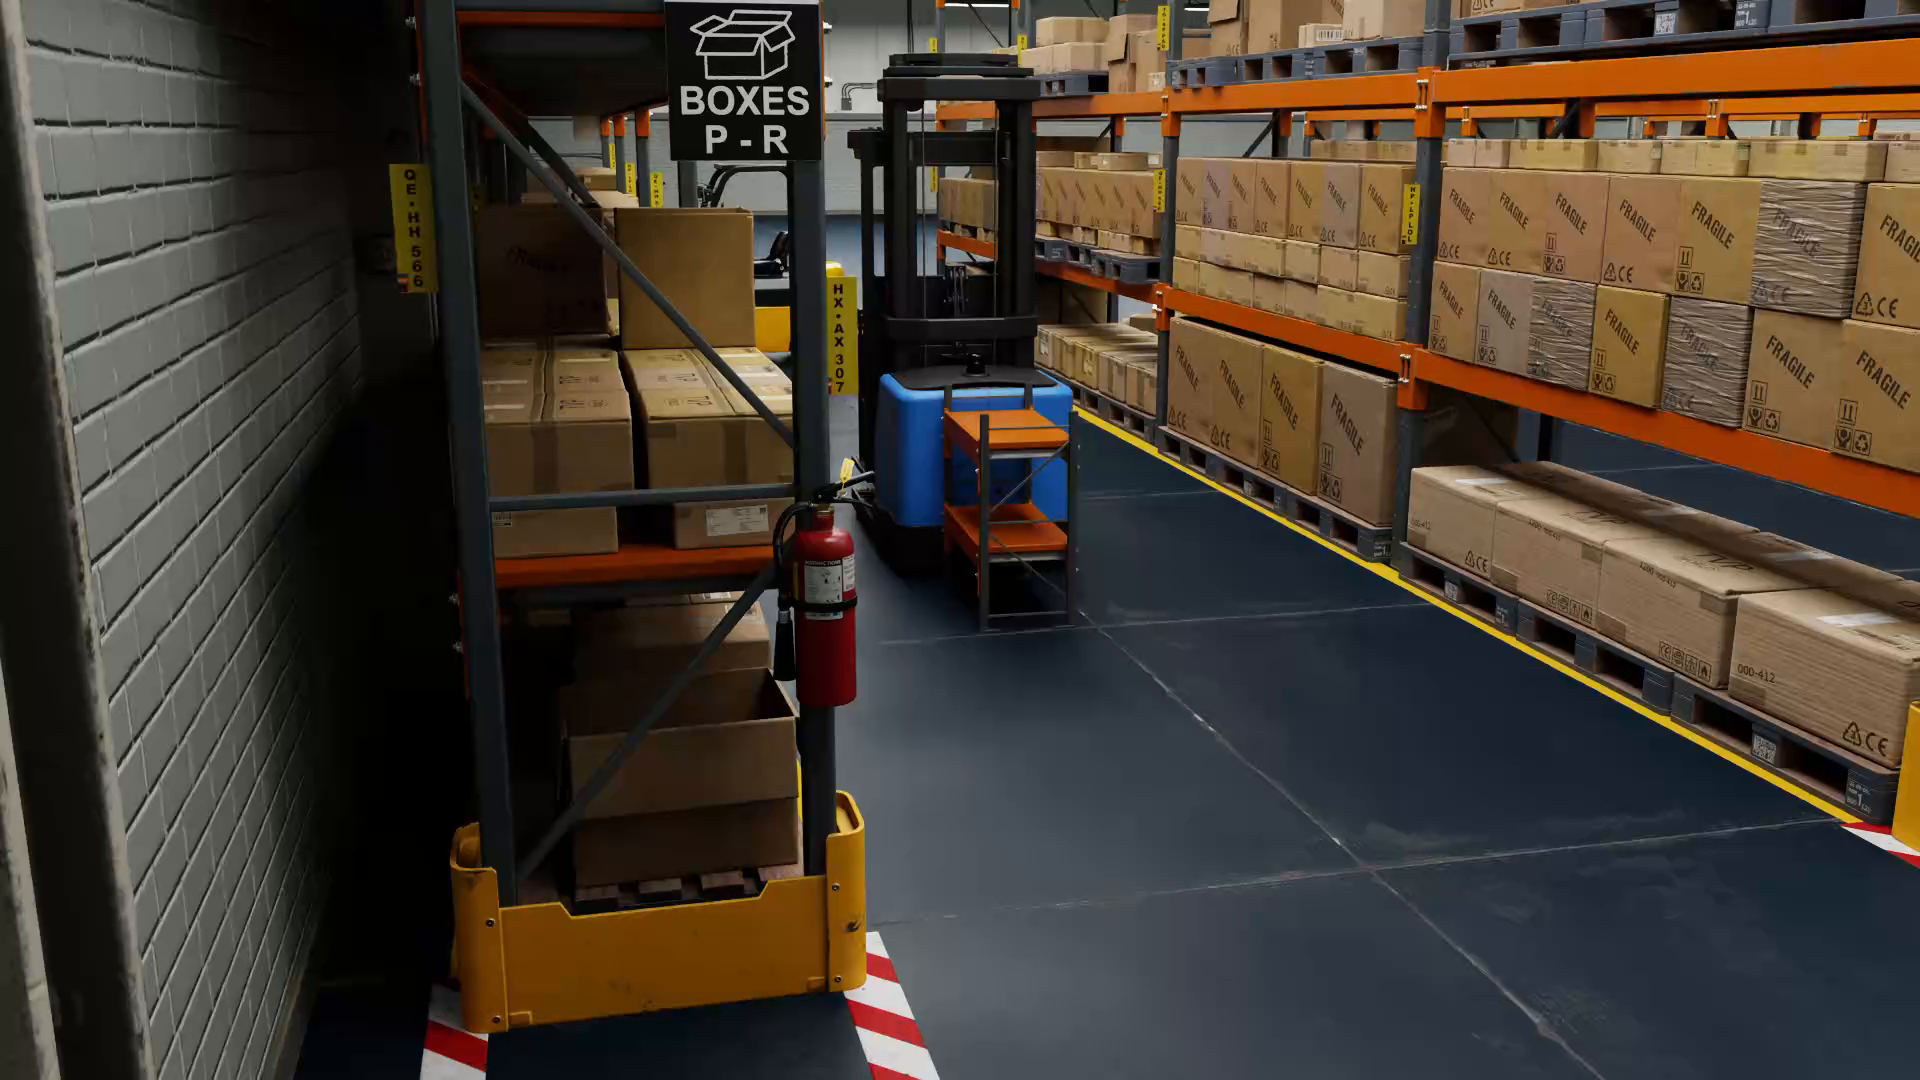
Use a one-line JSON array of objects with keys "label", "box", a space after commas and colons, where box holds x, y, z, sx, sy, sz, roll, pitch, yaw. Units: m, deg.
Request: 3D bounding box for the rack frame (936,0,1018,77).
[{"label": "rack frame", "box": [0.207, -6.994, 20.092, 1.000, 3.000, 0.127, -3, 14, -13]}]

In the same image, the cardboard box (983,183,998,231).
[{"label": "cardboard box", "box": [0.547, -3.676, 18.316, 0.500, 0.500, 0.500, -3, 14, -12]}]

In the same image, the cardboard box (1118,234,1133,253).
[{"label": "cardboard box", "box": [1.544, -2.492, 13.950, 0.380, 0.149, 0.250, -3, 14, -14]}]

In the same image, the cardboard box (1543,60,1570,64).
[{"label": "cardboard box", "box": [6.011, -4.706, 16.481, 0.380, 0.149, 0.250, -3, 14, -13]}]

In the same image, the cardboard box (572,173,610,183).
[{"label": "cardboard box", "box": [-3.630, -3.532, 16.358, 0.380, 0.149, 0.250, -3, 14, -12]}]

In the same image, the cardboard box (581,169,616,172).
[{"label": "cardboard box", "box": [-3.930, -3.950, 18.071, 0.380, 0.149, 0.250, -3, 14, -12]}]

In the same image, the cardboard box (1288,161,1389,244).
[{"label": "cardboard box", "box": [2.448, -2.171, 10.677, 0.500, 0.500, 0.500, -3, 14, -11]}]

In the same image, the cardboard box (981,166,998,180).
[{"label": "cardboard box", "box": [0.651, -4.535, 19.726, 0.700, 0.500, 0.500, -3, 14, -13]}]

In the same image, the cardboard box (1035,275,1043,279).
[{"label": "cardboard box", "box": [0.626, -2.628, 18.192, 0.500, 0.500, 0.500, -3, 14, -12]}]

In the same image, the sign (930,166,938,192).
[{"label": "sign", "box": [-0.320, -4.470, 20.577, 0.100, 0.325, 0.005, -3, 14, -13]}]

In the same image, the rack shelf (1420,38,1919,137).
[{"label": "rack shelf", "box": [3.495, -1.957, 7.314, 1.077, 0.370, 4.000, -3, 14, -13]}]

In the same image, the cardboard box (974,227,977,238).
[{"label": "cardboard box", "box": [0.371, -3.568, 19.239, 0.380, 0.149, 0.250, -3, 14, -11]}]

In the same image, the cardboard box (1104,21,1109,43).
[{"label": "cardboard box", "box": [1.407, -4.861, 16.061, 0.500, 0.250, 0.500, -3, 14, -12]}]

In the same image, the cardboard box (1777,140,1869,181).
[{"label": "cardboard box", "box": [3.442, -1.482, 6.487, 0.380, 0.149, 0.250, -3, 14, -12]}]

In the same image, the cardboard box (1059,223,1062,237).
[{"label": "cardboard box", "box": [1.160, -2.974, 15.925, 0.380, 0.149, 0.250, -2, 14, -10]}]

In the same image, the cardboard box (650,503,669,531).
[{"label": "cardboard box", "box": [-0.774, -0.136, 5.192, 0.380, 0.149, 0.250, -3, 14, -12]}]

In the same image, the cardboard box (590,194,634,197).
[{"label": "cardboard box", "box": [-3.106, -3.005, 14.829, 0.380, 0.149, 0.250, -4, 14, -15]}]

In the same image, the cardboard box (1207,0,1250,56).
[{"label": "cardboard box", "box": [2.321, -3.867, 12.510, 0.797, 0.503, 0.637, -4, 14, -17]}]

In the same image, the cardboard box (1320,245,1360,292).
[{"label": "cardboard box", "box": [2.561, -1.684, 10.262, 0.500, 0.250, 0.500, -3, 14, -12]}]

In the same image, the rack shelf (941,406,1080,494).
[{"label": "rack shelf", "box": [0.252, -0.492, 8.838, 0.538, 0.278, 1.000, -3, 14, -10]}]

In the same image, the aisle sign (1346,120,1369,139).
[{"label": "aisle sign", "box": [5.270, -5.674, 21.856, 0.394, 0.787, 0.004, -3, 14, -13]}]

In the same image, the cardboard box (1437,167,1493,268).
[{"label": "cardboard box", "box": [2.902, -1.722, 8.837, 0.500, 0.500, 0.500, -3, 14, -13]}]

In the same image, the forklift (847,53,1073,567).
[{"label": "forklift", "box": [-0.117, -1.570, 10.677, 1.130, 2.935, 3.031, -3, 14, -10]}]

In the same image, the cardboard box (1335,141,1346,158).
[{"label": "cardboard box", "box": [5.264, -4.766, 21.025, 0.875, 0.550, 0.550, -3, 14, -13]}]

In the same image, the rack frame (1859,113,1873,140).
[{"label": "rack frame", "box": [10.780, -3.709, 19.288, 1.000, 3.000, 0.127, -3, 14, -13]}]

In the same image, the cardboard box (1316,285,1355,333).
[{"label": "cardboard box", "box": [2.557, -1.445, 10.338, 0.500, 0.250, 0.500, -3, 14, -14]}]

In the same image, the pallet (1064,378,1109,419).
[{"label": "pallet", "box": [1.621, -1.340, 15.469, 1.003, 0.211, 1.213, -3, 14, -13]}]

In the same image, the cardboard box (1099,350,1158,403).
[{"label": "cardboard box", "box": [1.782, -1.462, 14.743, 0.950, 0.372, 0.625, -4, 14, -14]}]

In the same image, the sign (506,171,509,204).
[{"label": "sign", "box": [-4.216, -3.307, 15.651, 0.100, 0.325, 0.005, -3, 14, -13]}]

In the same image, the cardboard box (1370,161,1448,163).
[{"label": "cardboard box", "box": [2.940, -2.194, 10.772, 0.500, 0.500, 0.500, -4, 14, -15]}]

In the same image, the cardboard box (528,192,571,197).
[{"label": "cardboard box", "box": [-3.803, -3.150, 15.421, 0.380, 0.149, 0.250, -4, 14, -14]}]

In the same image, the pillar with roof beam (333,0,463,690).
[{"label": "pillar with roof beam", "box": [1.674, -3.977, 7.744, 9.100, 9.000, 0.400, -3, 14, -13]}]

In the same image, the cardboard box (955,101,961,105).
[{"label": "cardboard box", "box": [0.147, -5.201, 19.605, 0.380, 0.149, 0.250, -3, 14, -12]}]

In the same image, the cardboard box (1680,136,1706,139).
[{"label": "cardboard box", "box": [9.815, -5.053, 21.844, 0.500, 0.500, 0.500, -3, 14, -13]}]

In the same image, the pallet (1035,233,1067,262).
[{"label": "pallet", "box": [1.185, -2.879, 16.295, 1.003, 0.211, 1.213, -3, 14, -13]}]

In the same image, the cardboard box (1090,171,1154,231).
[{"label": "cardboard box", "box": [1.457, -2.955, 14.481, 0.500, 0.500, 0.500, -4, 14, -17]}]

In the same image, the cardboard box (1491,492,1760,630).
[{"label": "cardboard box", "box": [3.280, 0.087, 8.265, 0.875, 0.438, 0.875, -4, 14, -15]}]

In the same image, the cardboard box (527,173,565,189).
[{"label": "cardboard box", "box": [-4.065, -3.504, 16.246, 0.380, 0.149, 0.250, -4, 14, -15]}]

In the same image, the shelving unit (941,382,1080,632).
[{"label": "shelving unit", "box": [0.252, -0.208, 8.908, 0.538, 1.125, 1.048, -3, 14, -10]}]

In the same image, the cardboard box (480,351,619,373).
[{"label": "cardboard box", "box": [-1.457, -0.507, 5.872, 0.500, 0.250, 0.500, -3, 14, -11]}]

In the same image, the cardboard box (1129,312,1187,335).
[{"label": "cardboard box", "box": [2.218, -2.266, 18.645, 0.500, 0.500, 0.500, 7, 15, 26]}]

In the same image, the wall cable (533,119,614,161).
[{"label": "wall cable", "box": [-11.781, -12.671, 49.873, 3.097, 2.526, 0.112, -3, 14, -13]}]

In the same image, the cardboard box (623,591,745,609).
[{"label": "cardboard box", "box": [-1.100, 0.426, 6.744, 0.500, 0.500, 0.500, -3, 14, -12]}]

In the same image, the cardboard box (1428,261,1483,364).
[{"label": "cardboard box", "box": [2.881, -1.237, 8.958, 0.500, 0.500, 0.500, -3, 14, -11]}]

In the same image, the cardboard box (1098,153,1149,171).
[{"label": "cardboard box", "box": [1.428, -3.308, 14.556, 0.380, 0.149, 0.250, -4, 14, -16]}]

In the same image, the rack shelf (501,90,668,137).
[{"label": "rack shelf", "box": [-2.268, -2.603, 9.955, 1.077, 0.370, 4.000, -3, 14, -13]}]

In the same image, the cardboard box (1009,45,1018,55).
[{"label": "cardboard box", "box": [0.724, -4.996, 17.084, 0.380, 0.149, 0.250, -4, 14, -15]}]

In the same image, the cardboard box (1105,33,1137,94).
[{"label": "cardboard box", "box": [1.700, -4.091, 14.315, 0.797, 0.503, 0.637, -3, 14, -13]}]

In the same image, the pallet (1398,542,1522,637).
[{"label": "pallet", "box": [3.128, 0.223, 9.068, 1.003, 0.211, 1.213, -3, 14, -13]}]

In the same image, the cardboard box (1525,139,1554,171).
[{"label": "cardboard box", "box": [3.023, -1.897, 8.189, 0.380, 0.149, 0.250, -3, 14, -14]}]

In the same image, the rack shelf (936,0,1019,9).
[{"label": "rack shelf", "box": [0.677, -6.181, 18.289, 1.077, 0.370, 4.000, -3, 14, -13]}]

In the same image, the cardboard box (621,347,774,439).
[{"label": "cardboard box", "box": [-0.944, -0.535, 5.986, 0.500, 0.250, 0.500, -4, 14, -14]}]

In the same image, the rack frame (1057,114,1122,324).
[{"label": "rack frame", "box": [1.147, -3.157, 17.027, 1.000, 3.000, 0.127, -3, 14, -13]}]
